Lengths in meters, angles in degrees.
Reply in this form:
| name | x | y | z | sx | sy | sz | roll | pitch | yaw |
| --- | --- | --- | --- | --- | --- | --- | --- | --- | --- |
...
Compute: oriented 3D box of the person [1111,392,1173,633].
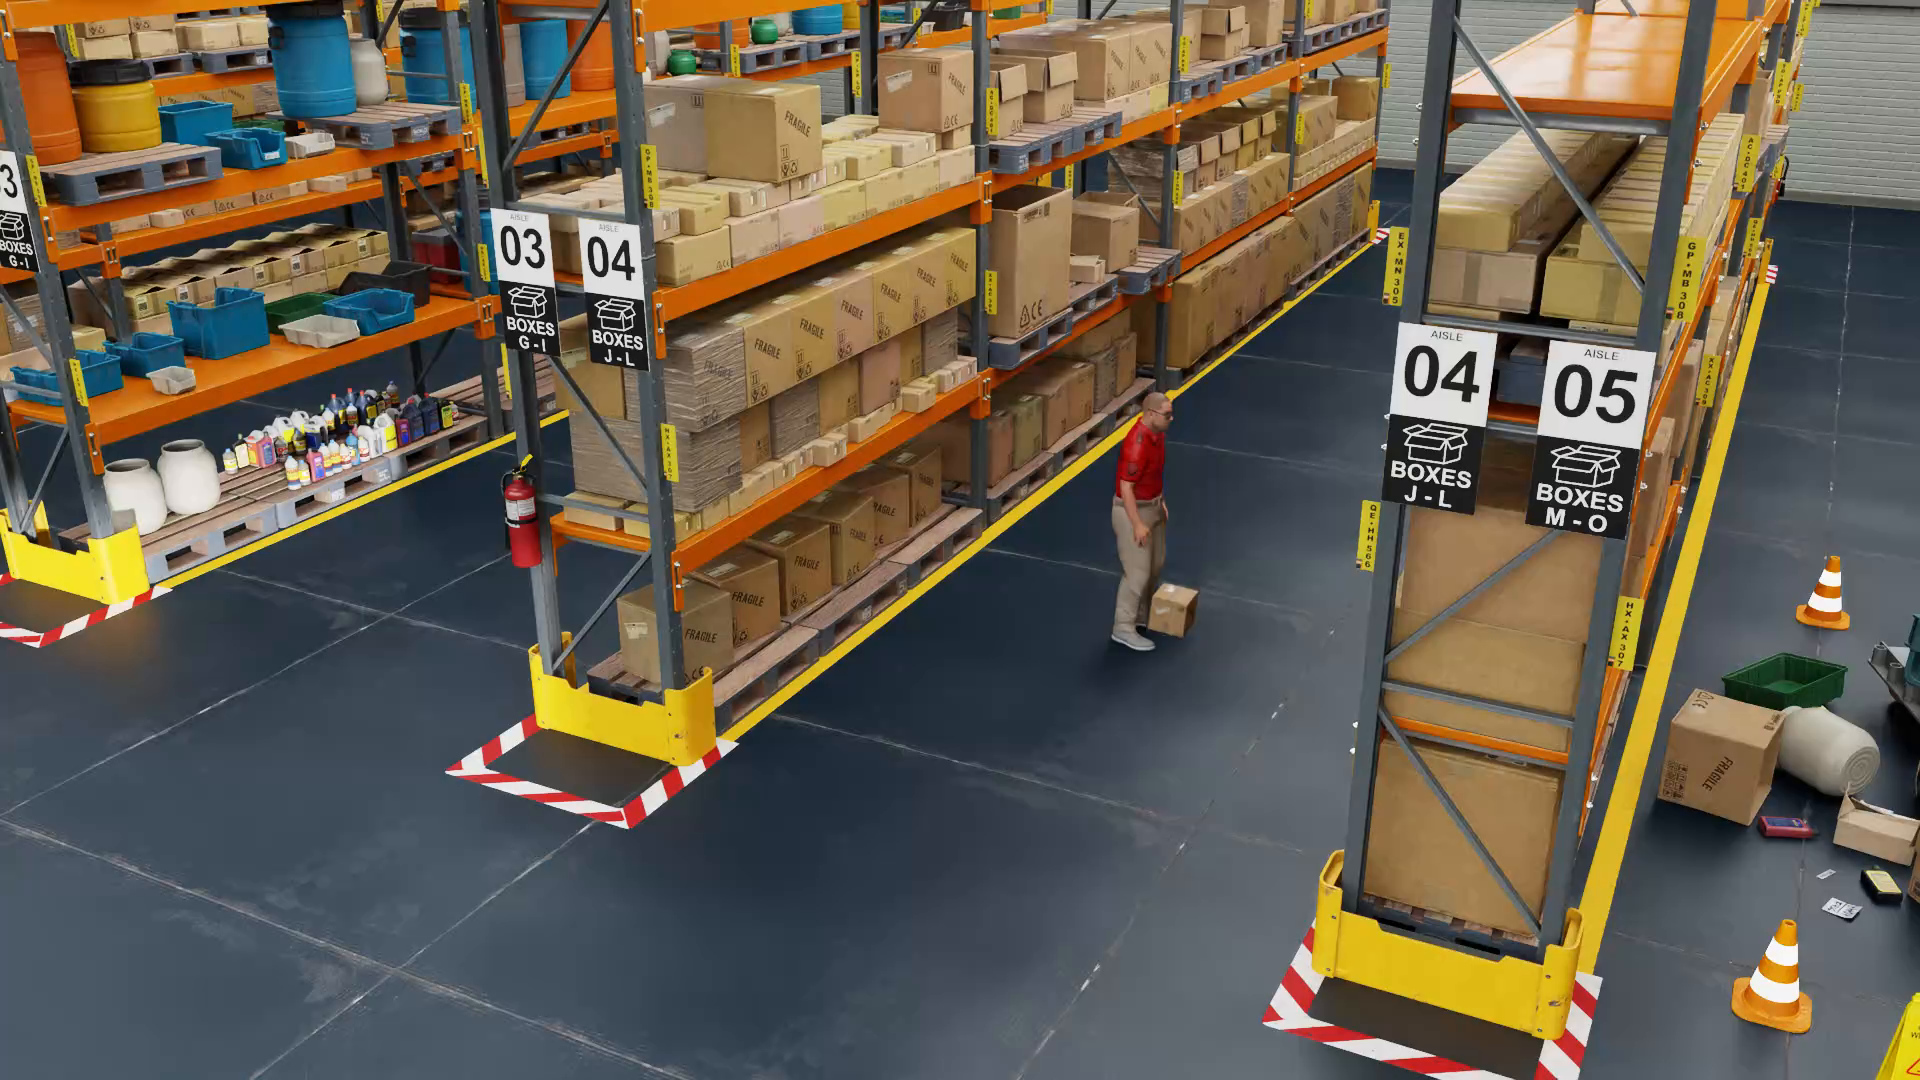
| name | x | y | z | sx | sy | sz | roll | pitch | yaw |
| --- | --- | --- | --- | --- | --- | --- | --- | --- | --- |
| person | 1.220 | -0.196 | 11.146 | 0.359 | 1.657 | 0.568 | 10 | 25 | 23 |
